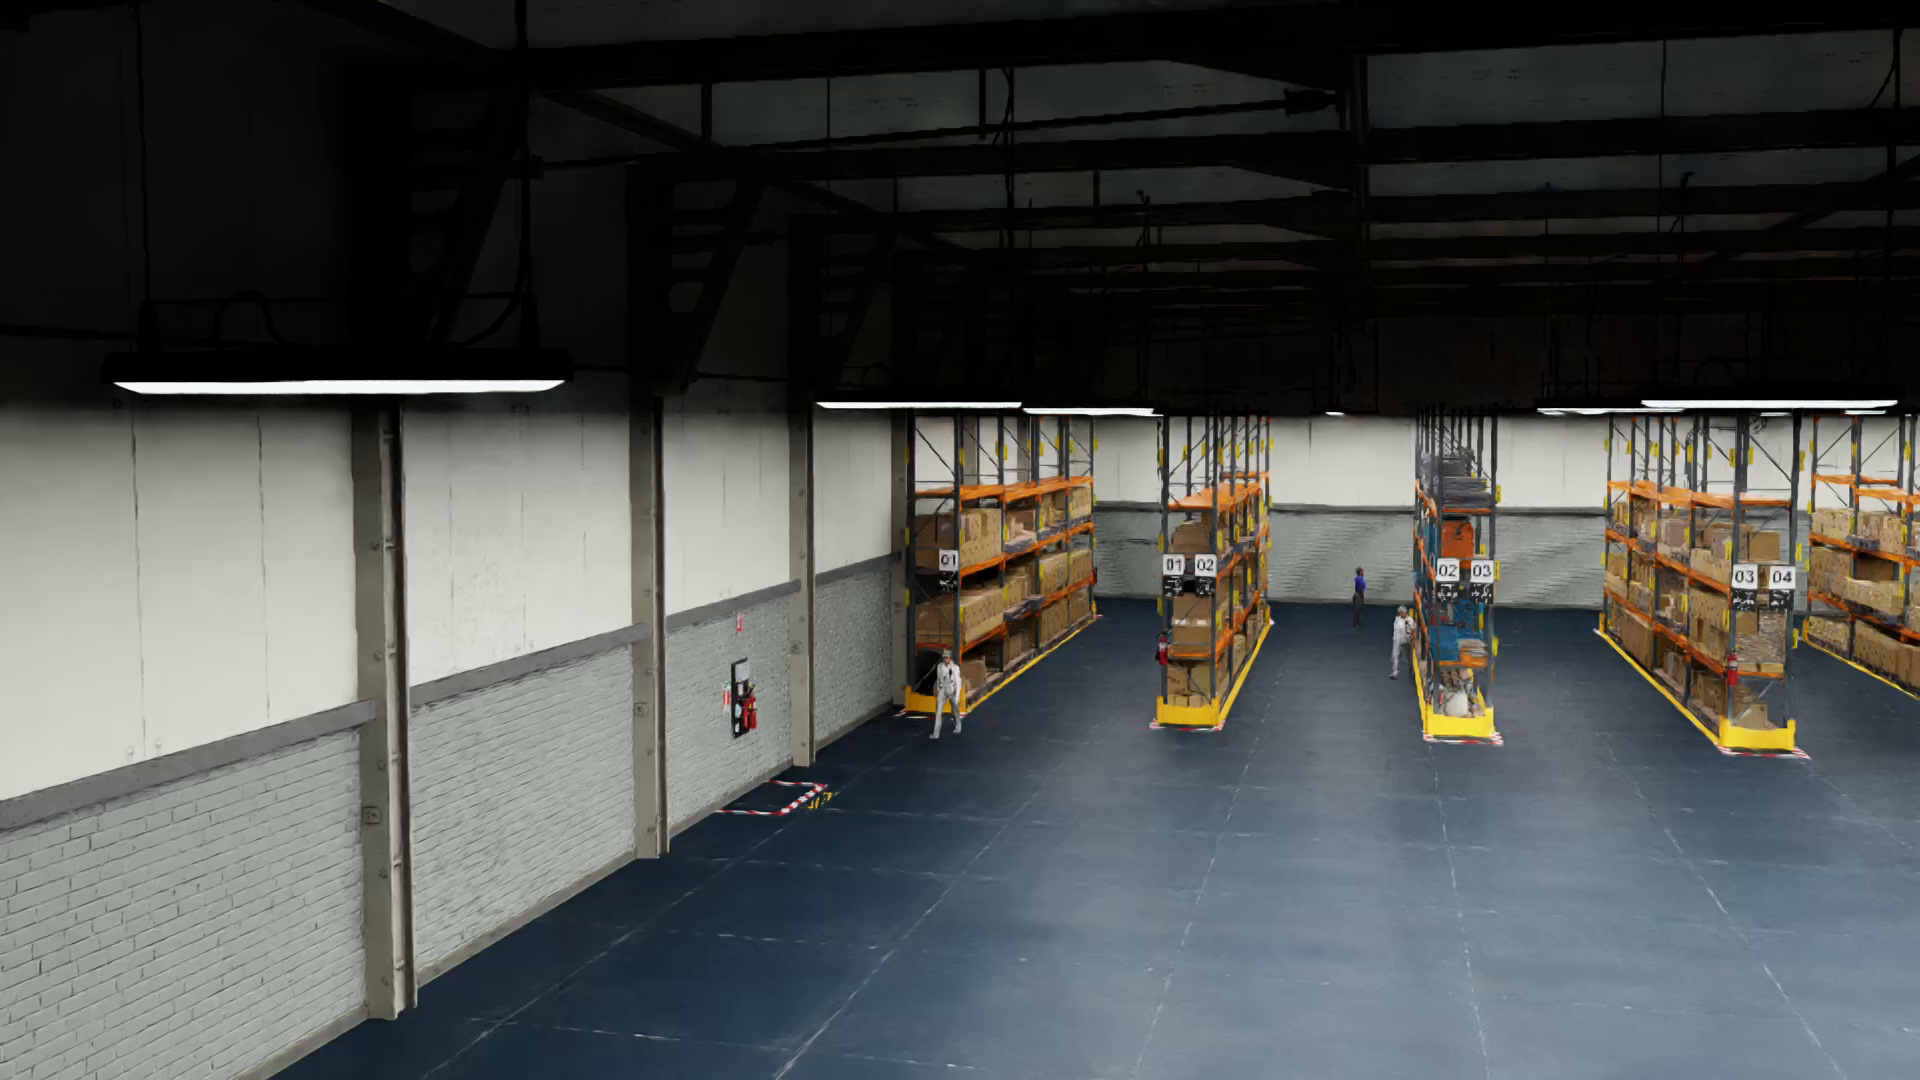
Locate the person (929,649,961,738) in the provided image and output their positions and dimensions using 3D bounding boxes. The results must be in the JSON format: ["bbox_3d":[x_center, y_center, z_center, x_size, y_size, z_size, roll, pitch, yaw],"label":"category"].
[{"bbox_3d":[-0.216,2.730,29.844,0.493,1.586,1.077,1,4,16],"label":"person"}]

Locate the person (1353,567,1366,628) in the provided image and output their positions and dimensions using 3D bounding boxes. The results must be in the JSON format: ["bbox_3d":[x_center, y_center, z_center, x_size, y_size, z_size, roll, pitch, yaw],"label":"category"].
[{"bbox_3d":[10.942,1.609,45.591,0.373,1.561,0.579,0,4,1],"label":"person"}]

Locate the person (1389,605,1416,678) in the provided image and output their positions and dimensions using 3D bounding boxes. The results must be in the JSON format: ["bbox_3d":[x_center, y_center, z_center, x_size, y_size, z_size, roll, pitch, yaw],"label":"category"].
[{"bbox_3d":[9.833,2.235,36.767,0.500,1.607,0.915,2,5,30],"label":"person"}]

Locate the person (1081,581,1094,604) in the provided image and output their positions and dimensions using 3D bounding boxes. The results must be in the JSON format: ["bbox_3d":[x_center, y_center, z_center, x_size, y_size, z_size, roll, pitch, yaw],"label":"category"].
[{"bbox_3d":[3.647,1.314,49.226,0.652,1.666,0.475,-2,5,-30],"label":"person"}]
